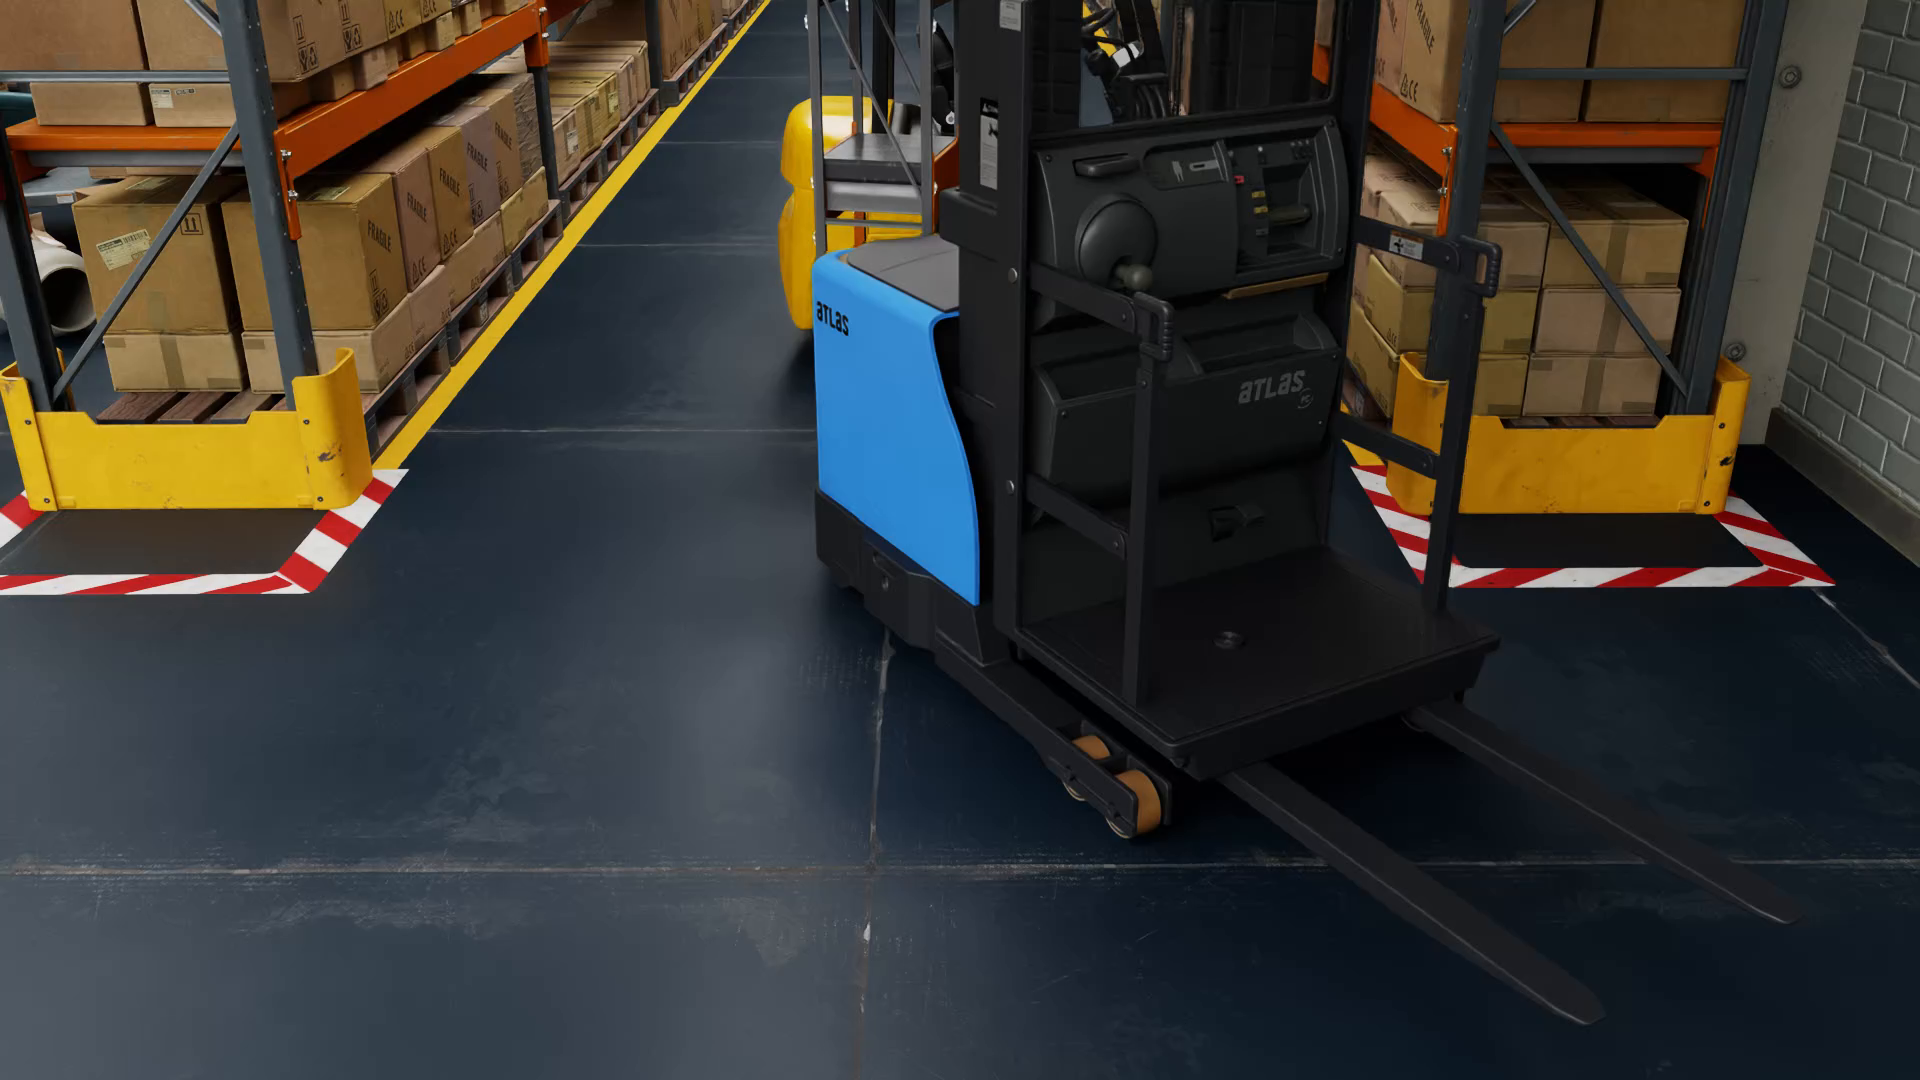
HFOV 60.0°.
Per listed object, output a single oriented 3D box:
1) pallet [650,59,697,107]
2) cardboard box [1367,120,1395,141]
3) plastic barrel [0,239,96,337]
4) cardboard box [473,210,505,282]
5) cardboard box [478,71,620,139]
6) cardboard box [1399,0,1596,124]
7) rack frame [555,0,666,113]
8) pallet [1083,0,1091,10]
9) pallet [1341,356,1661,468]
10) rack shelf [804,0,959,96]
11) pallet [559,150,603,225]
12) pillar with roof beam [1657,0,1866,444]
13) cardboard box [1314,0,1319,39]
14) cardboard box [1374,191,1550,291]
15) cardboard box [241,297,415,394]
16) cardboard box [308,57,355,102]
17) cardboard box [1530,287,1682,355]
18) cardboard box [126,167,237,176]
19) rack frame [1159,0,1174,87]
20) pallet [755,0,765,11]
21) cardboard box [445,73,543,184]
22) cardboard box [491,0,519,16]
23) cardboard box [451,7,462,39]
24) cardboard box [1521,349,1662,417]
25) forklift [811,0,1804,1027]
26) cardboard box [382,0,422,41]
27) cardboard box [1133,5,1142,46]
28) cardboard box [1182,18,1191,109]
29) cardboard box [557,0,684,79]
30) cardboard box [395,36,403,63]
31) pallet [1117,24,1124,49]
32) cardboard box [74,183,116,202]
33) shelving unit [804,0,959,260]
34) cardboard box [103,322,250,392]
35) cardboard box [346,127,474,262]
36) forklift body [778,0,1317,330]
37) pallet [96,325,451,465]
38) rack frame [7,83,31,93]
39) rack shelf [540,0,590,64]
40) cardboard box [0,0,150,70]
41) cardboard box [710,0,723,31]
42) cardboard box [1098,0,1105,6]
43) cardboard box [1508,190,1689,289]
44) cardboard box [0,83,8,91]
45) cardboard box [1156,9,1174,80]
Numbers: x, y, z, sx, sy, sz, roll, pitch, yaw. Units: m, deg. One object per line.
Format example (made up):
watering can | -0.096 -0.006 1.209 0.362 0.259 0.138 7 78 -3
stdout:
pallet | -2.810 -3.865 14.040 1.003 0.211 1.213 0 24 -1
cardboard box | 1.832 -1.747 7.587 0.500 0.250 0.500 -1 24 -2
plastic barrel | -4.326 -1.185 7.855 0.512 0.421 0.421 19 30 35
cardboard box | -2.541 -1.430 8.098 0.500 0.250 0.500 0 24 0
cardboard box | -2.862 -2.955 11.323 0.950 0.372 0.625 1 24 1
cardboard box | 1.906 -1.785 5.936 0.500 0.500 0.500 -1 24 -2
rack frame | -2.876 -4.811 12.746 1.000 3.000 0.127 0 24 -1
pallet | 2.010 -6.500 19.867 1.003 0.211 1.213 0 24 -1
pallet | 2.124 -0.582 6.781 1.003 0.211 1.213 0 24 -1
rack shelf | -0.233 -1.766 5.440 0.431 0.518 0.480 5 25 11
pallet | -2.843 -2.213 10.386 1.003 0.211 1.213 0 24 -1
pillar with roof beam | -1.237 -4.543 4.875 9.100 9.000 0.400 0 24 -1
cardboard box | 1.903 -2.625 7.792 0.500 0.500 0.500 0 24 -1
cardboard box | 1.857 -1.120 6.201 0.500 0.250 0.500 1 24 1
cardboard box | -2.521 -0.786 6.675 0.500 0.250 0.500 0 24 -1
cardboard box | -2.525 -1.754 6.293 0.380 0.149 0.250 -1 24 -2
cardboard box | 2.377 -0.899 6.318 0.500 0.250 0.500 0 24 0
cardboard box | -3.130 -1.570 6.711 0.380 0.149 0.250 0 24 1
rack frame | 2.087 -4.834 12.799 1.000 3.000 0.127 0 24 -1
pallet | -2.877 -6.507 19.882 1.003 0.211 1.213 0 24 -1
cardboard box | -2.558 -2.200 8.891 0.500 0.500 0.500 -1 24 -1
cardboard box | -2.515 -2.814 8.637 0.380 0.149 0.250 0 24 1
cardboard box | -2.537 -2.393 7.705 0.380 0.149 0.250 -1 24 -1
cardboard box | 2.364 -0.680 6.440 0.500 0.250 0.500 0 24 0
forklift | 0.711 -0.815 3.996 1.130 2.935 3.031 -14 28 -28
cardboard box | -2.533 -2.315 6.746 0.500 0.500 0.500 -1 24 -2
cardboard box | 1.840 -4.696 15.017 0.500 0.500 0.500 -1 24 -2
cardboard box | 2.095 -3.417 12.038 0.875 0.625 0.625 1 24 1
cardboard box | -2.801 -4.319 13.728 0.875 0.875 0.875 0 24 -1
cardboard box | -2.581 -2.074 7.001 0.380 0.149 0.250 1 24 1
pallet | 2.090 -4.877 16.277 1.003 0.211 1.213 0 24 -1
cardboard box | -4.182 -1.577 8.627 0.500 0.500 0.500 19 30 35
shelving unit | -0.233 -1.140 5.723 0.431 2.100 0.503 5 25 11
cardboard box | -3.067 -0.794 6.693 0.500 0.250 0.500 0 24 -1
cardboard box | -2.530 -1.560 7.476 0.500 0.500 0.500 0 24 0
forklift body | 0.329 -1.924 7.395 2.313 2.155 1.214 0 24 -1
pallet | -2.764 -0.610 6.842 1.003 0.211 1.213 0 24 -1
rack frame | -7.825 -4.747 12.605 1.000 3.000 0.127 0 24 -1
rack shelf | -2.855 -3.659 11.072 1.077 0.370 4.000 0 24 -1
cardboard box | -3.071 -1.918 5.868 0.500 0.500 0.500 -1 24 -1
cardboard box | -2.833 -5.427 16.178 0.875 0.875 0.875 0 24 1
cardboard box | 1.893 -6.151 18.233 0.700 0.500 0.500 -1 24 -3
cardboard box | 2.358 -1.131 6.224 0.500 0.250 0.500 -1 24 -1
cardboard box | -7.908 -3.662 12.426 1.050 0.750 0.750 -1 24 -1
cardboard box | 1.867 -4.060 13.611 0.500 0.500 0.500 0 24 1
